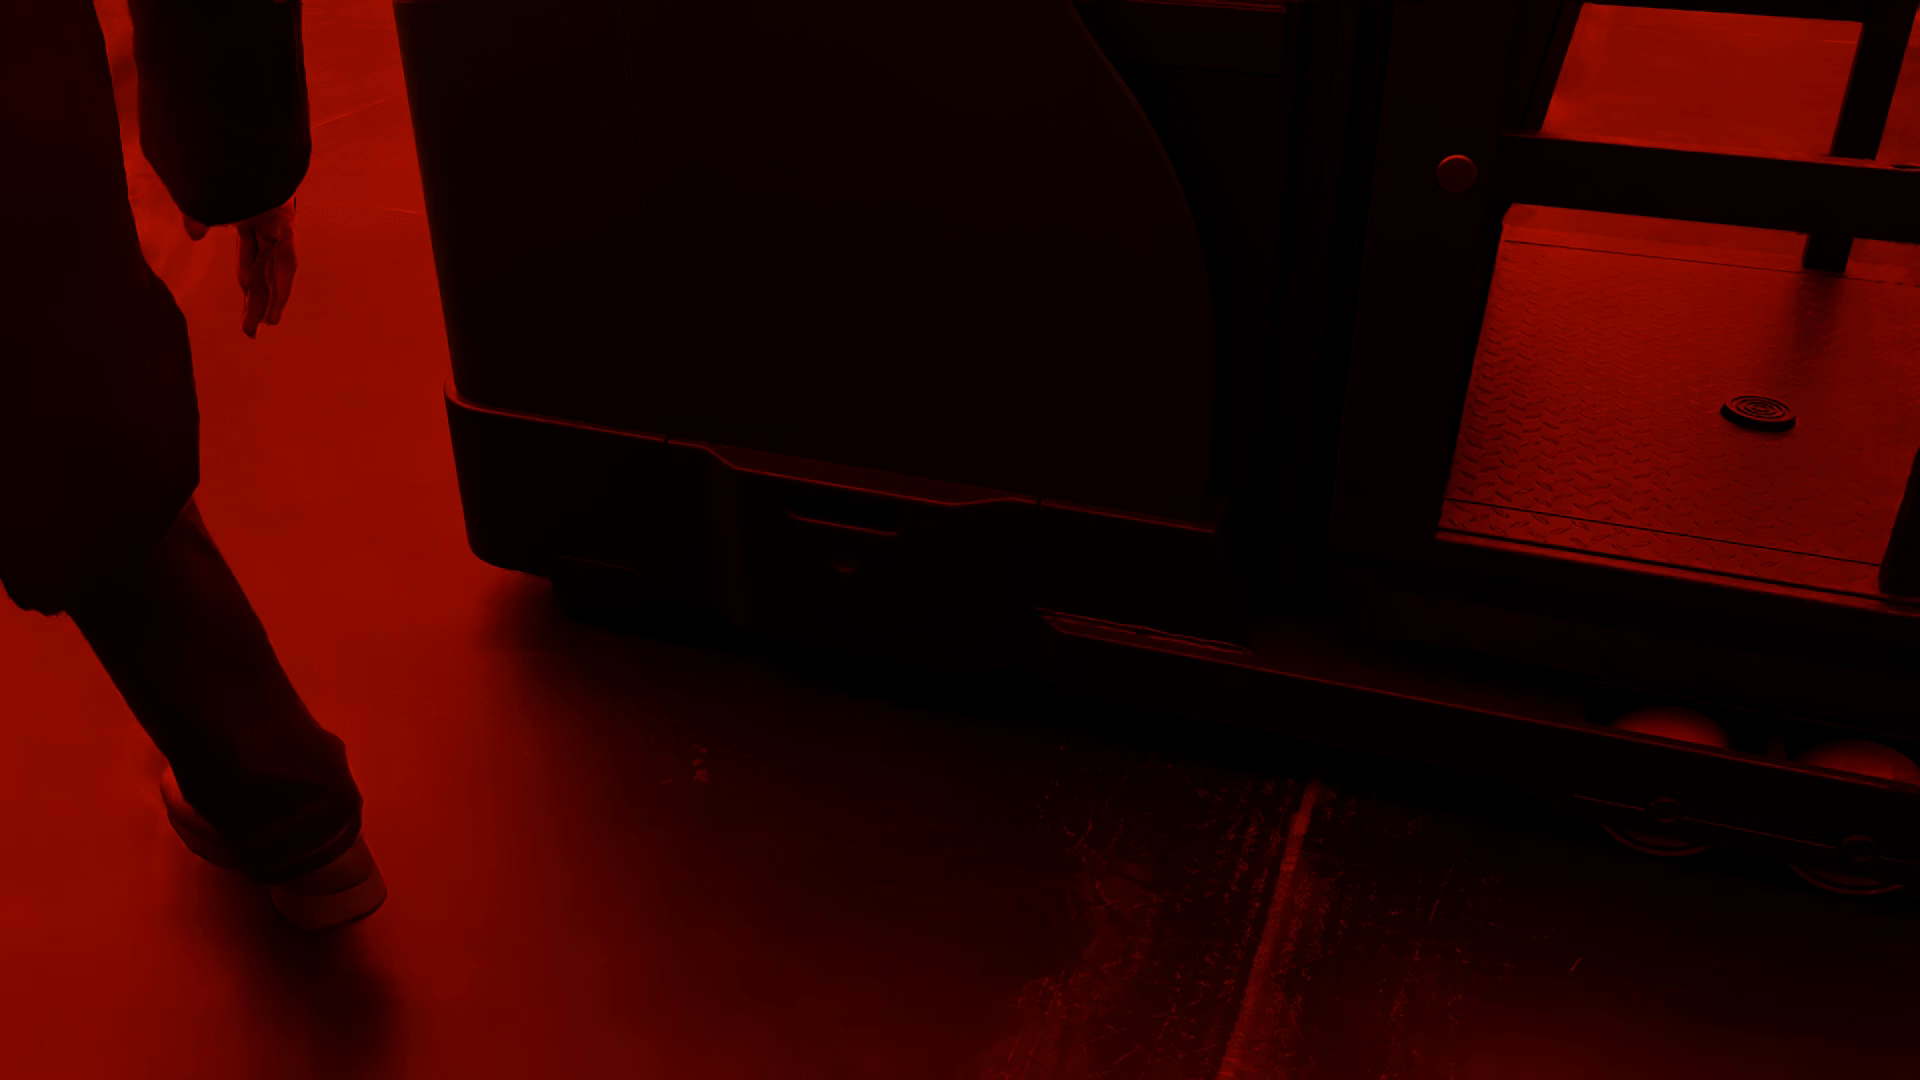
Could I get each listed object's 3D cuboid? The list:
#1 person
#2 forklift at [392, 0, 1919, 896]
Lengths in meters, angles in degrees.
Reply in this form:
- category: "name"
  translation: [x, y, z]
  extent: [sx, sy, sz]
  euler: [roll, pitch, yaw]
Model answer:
- category: "person"
  translation: [-0.784, -0.077, 1.031]
  extent: [0.786, 1.640, 1.003]
  euler: [18, 34, 28]
- category: "forklift"
  translation: [0.876, -1.184, 1.617]
  extent: [3.031, 2.935, 1.130]
  euler: [10, 31, 17]
